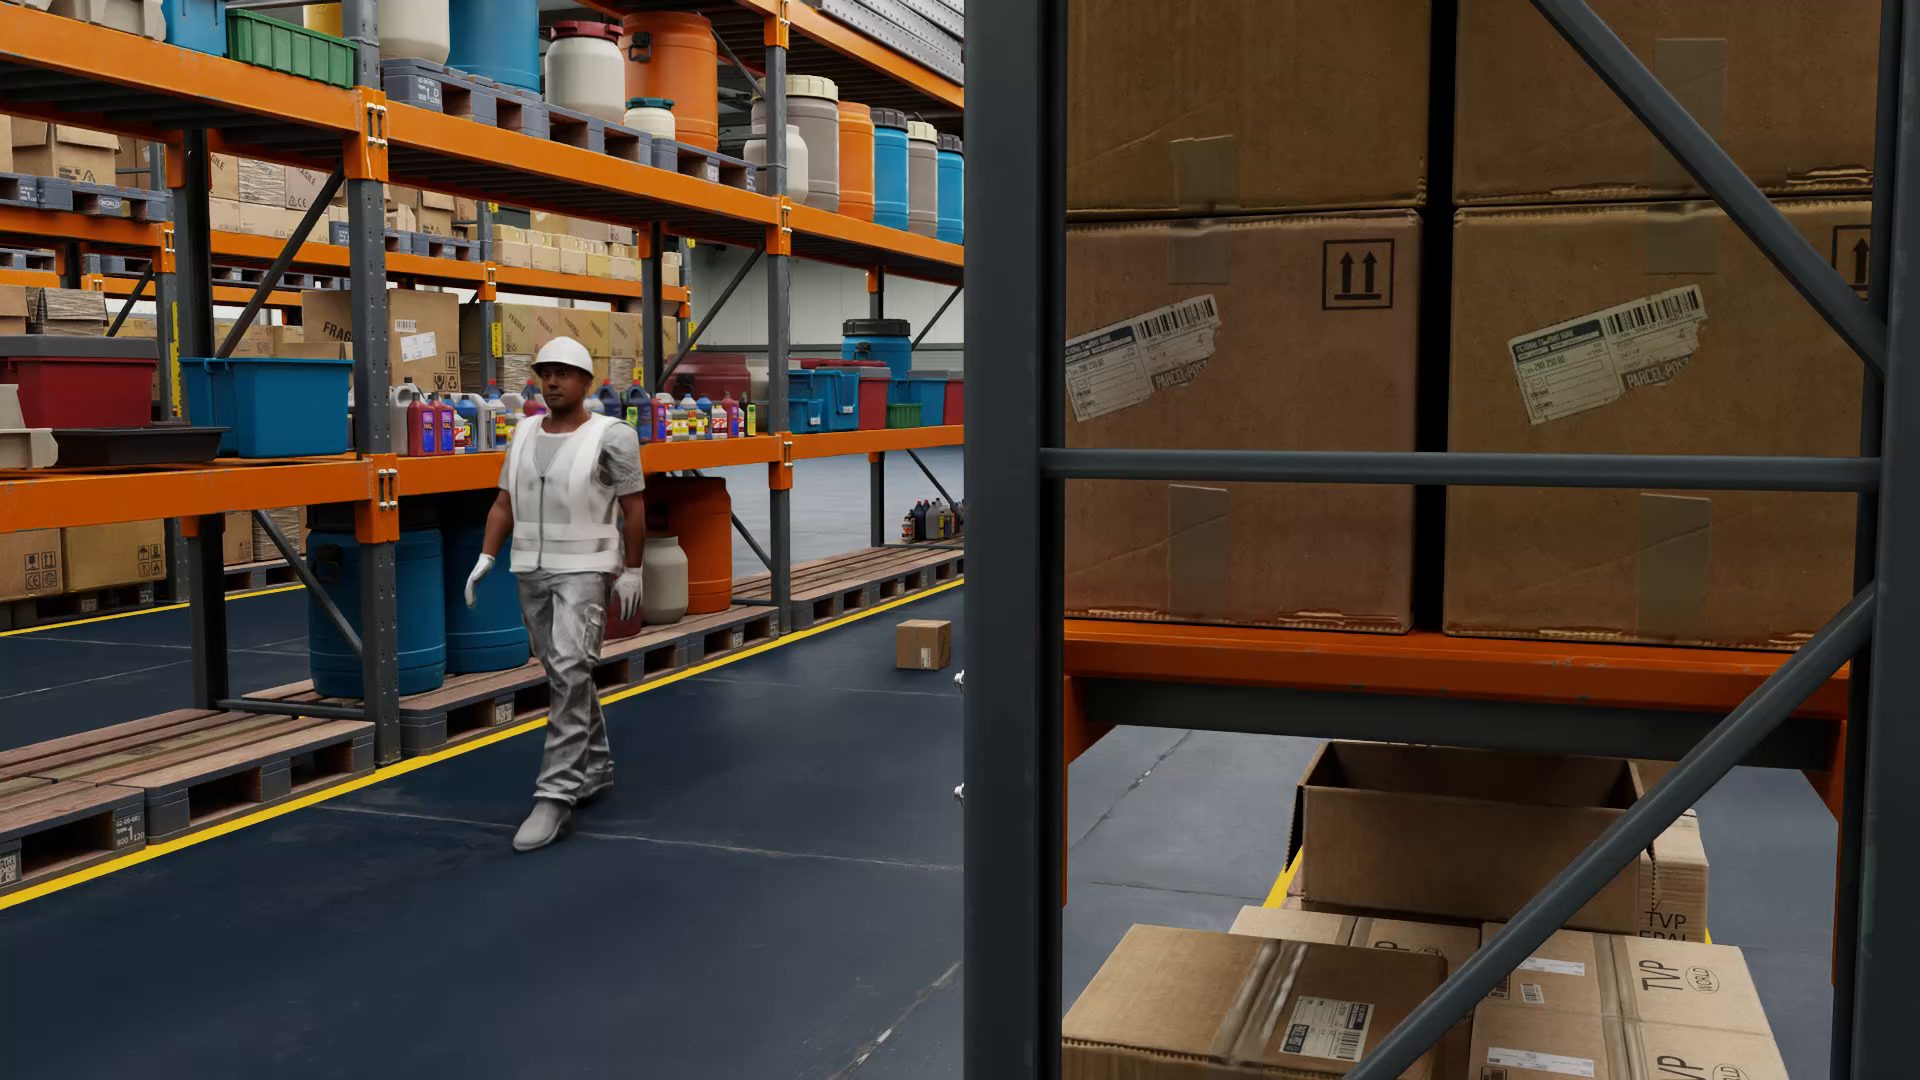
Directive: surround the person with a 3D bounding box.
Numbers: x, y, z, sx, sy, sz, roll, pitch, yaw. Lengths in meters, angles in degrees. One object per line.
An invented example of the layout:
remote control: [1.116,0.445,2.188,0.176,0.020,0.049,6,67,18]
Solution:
person: [-1.521,0.149,6.100,0.560,1.785,0.821,2,6,22]
